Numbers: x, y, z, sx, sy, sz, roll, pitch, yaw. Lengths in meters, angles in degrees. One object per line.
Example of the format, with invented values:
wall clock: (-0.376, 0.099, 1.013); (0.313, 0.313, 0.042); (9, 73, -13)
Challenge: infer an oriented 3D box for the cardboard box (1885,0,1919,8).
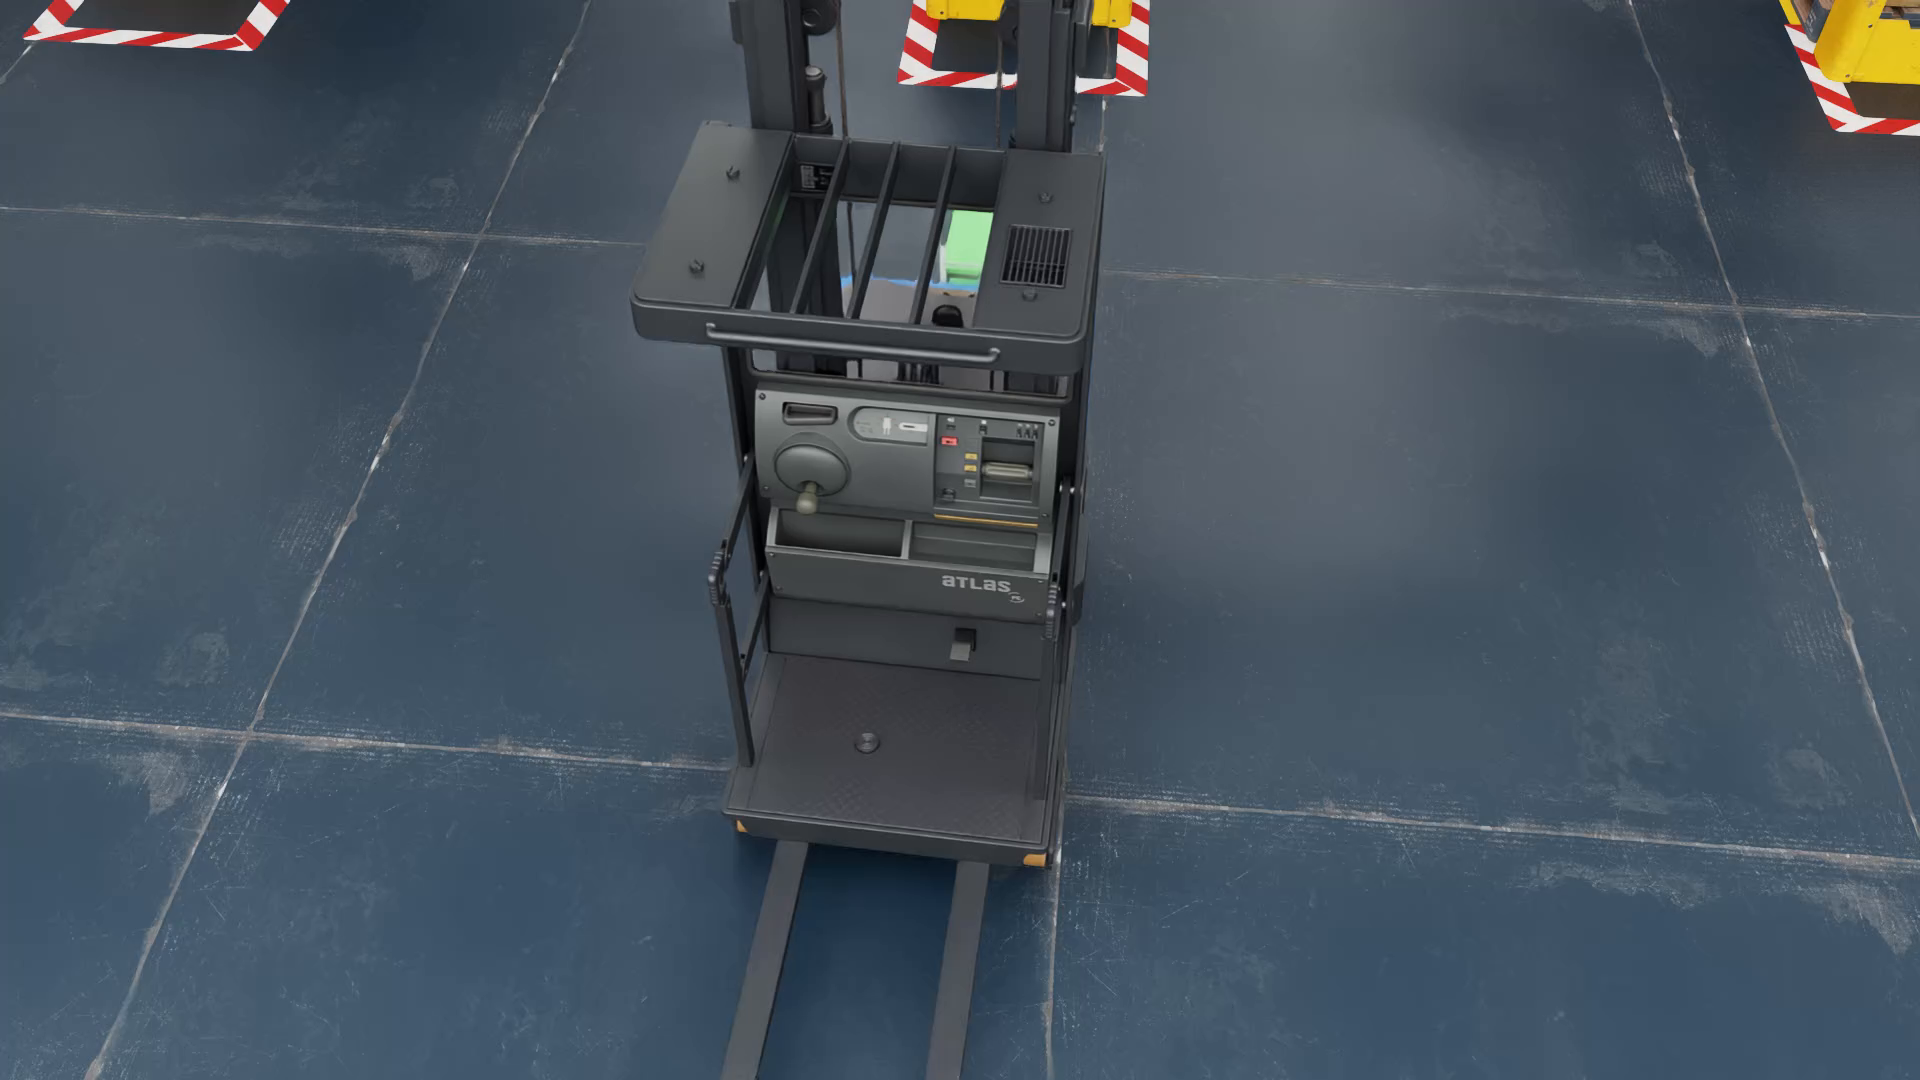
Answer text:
cardboard box: (5.318, -3.544, 9.140); (0.875, 0.875, 0.875); (4, 48, 4)

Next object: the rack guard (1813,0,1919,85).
rack guard: (5.320, -2.756, 8.958); (1.175, 0.500, 0.348); (4, 48, 4)

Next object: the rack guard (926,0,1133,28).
rack guard: (0.399, -3.237, 9.398); (1.175, 0.500, 0.348); (4, 48, 4)

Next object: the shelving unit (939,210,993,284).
shelving unit: (0.080, -0.858, 6.747); (0.258, 1.200, 0.503); (6, 48, 5)

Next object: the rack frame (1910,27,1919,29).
rack frame: (5.322, -3.617, 8.051); (1.000, 3.000, 0.127); (4, 48, 4)

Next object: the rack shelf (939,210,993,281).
rack shelf: (0.080, -1.138, 6.440); (0.258, 0.148, 0.480); (6, 48, 5)

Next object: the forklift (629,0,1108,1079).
forklift: (-0.192, -0.148, 4.925); (1.130, 2.935, 3.031); (6, 48, 5)

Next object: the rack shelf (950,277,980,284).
rack shelf: (0.080, -0.976, 6.617); (0.258, 0.148, 0.480); (6, 48, 5)

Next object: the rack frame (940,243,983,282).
rack frame: (0.047, -0.679, 6.584); (0.240, 1.200, 0.015); (6, 48, 5)

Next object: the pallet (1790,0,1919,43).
pallet: (5.317, -3.269, 9.623); (1.003, 0.211, 1.213); (4, 48, 4)
